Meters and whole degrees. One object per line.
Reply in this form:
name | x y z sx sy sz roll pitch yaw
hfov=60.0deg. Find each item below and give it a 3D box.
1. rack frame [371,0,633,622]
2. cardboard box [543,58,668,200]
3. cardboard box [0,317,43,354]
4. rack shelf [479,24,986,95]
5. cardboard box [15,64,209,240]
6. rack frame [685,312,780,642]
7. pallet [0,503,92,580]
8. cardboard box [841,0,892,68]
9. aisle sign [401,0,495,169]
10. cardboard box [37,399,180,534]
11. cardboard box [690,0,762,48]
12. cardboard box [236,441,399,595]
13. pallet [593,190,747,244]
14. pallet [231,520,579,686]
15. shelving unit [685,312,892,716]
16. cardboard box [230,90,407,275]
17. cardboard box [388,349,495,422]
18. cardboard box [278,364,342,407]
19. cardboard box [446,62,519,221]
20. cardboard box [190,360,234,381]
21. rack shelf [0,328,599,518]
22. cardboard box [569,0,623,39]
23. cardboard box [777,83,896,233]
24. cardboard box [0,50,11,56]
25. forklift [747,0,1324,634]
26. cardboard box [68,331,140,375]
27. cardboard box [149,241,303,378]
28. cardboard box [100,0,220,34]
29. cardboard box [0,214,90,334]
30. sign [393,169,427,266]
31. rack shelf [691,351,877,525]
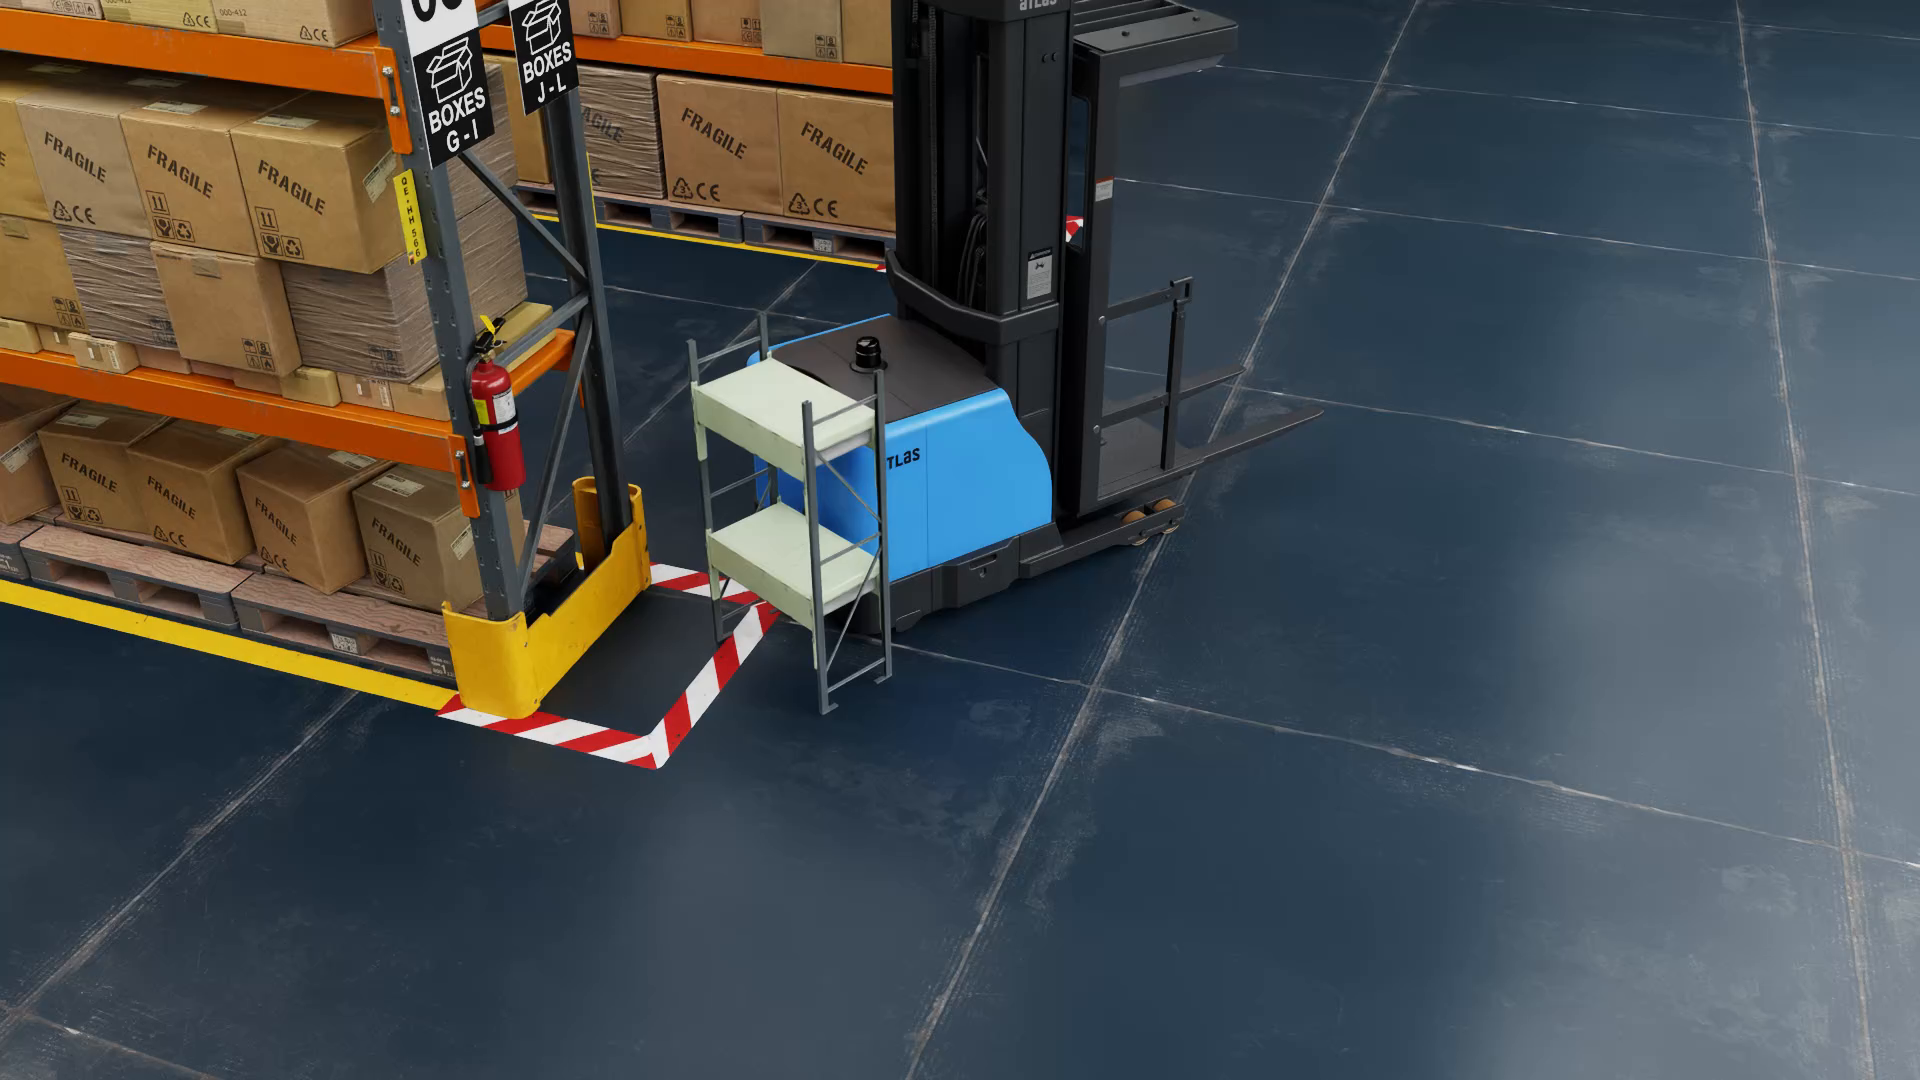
rack frame | -1.741 -0.803 6.728 0.127 3.000 1.000 11 34 16
cardboard box | -2.320 -3.019 11.732 0.875 0.875 0.875 11 35 17
cardboard box | -3.989 -0.969 7.217 0.250 0.149 0.380 11 34 16
rack shelf | -1.855 -3.381 11.384 4.000 0.370 1.077 11 34 16
cardboard box | -3.285 -1.546 6.591 0.500 0.500 0.500 11 34 16
rack frame | -0.961 -0.246 7.247 0.400 1.500 0.023 -28 42 -36
pallet | -4.863 -0.259 8.456 1.213 0.211 1.003 11 34 16
cardboard box | -0.337 -3.425 10.651 0.550 0.550 0.875 11 34 16
aisle sign | -1.784 -1.731 5.768 0.004 0.787 0.394 11 34 16
cardboard box | -3.991 -0.393 8.011 0.500 0.500 0.500 8 34 12
cardboard box | -1.347 -3.681 11.048 0.550 0.550 0.875 11 34 16
cardboard box | -2.898 -0.144 7.625 0.500 0.500 0.500 21 38 29
pallet | -1.896 -2.476 11.891 1.213 0.211 1.003 11 34 16
pallet | -2.566 0.188 7.764 1.213 0.211 1.003 11 34 16
shelving unit | -0.706 -0.103 7.027 0.431 1.500 0.755 -28 42 -36
cardboard box | -2.342 -1.364 6.310 0.500 0.500 0.500 11 34 16
cardboard box | -2.079 -0.644 6.714 0.250 0.149 0.380 11 34 16
cardboard box | -2.567 -0.710 6.815 0.250 0.149 0.380 11 34 16
cardboard box | -2.167 -1.630 6.721 0.500 0.500 0.500 11 34 16
cardboard box | -3.018 -0.830 7.002 0.250 0.149 0.380 11 34 16
rack shelf | -3.624 -0.867 7.490 4.000 0.370 1.077 11 34 16
cardboard box | -2.393 -3.803 11.236 0.550 0.550 0.875 11 34 16
cardboard box | -0.633 -2.691 11.225 0.875 0.875 0.875 11 35 17
cardboard box | -4.227 -1.727 6.872 0.500 0.500 0.500 11 34 16
forklift | 0.515 -1.422 7.750 3.031 2.935 1.130 -20 38 -28
cardboard box | -3.527 -0.865 7.056 0.250 0.149 0.380 11 34 16
cardboard box | -2.761 -1.115 6.845 0.500 0.500 0.875 11 34 16
cardboard box | -2.752 -2.049 6.030 0.500 0.250 0.500 11 35 17
cardboard box | -3.684 -1.326 7.172 0.500 0.500 0.875 11 34 16
sign | -1.947 -1.142 5.895 0.005 0.325 0.100 11 34 16
rack shelf | -0.706 -0.431 6.816 0.431 0.370 0.720 -28 42 -36
